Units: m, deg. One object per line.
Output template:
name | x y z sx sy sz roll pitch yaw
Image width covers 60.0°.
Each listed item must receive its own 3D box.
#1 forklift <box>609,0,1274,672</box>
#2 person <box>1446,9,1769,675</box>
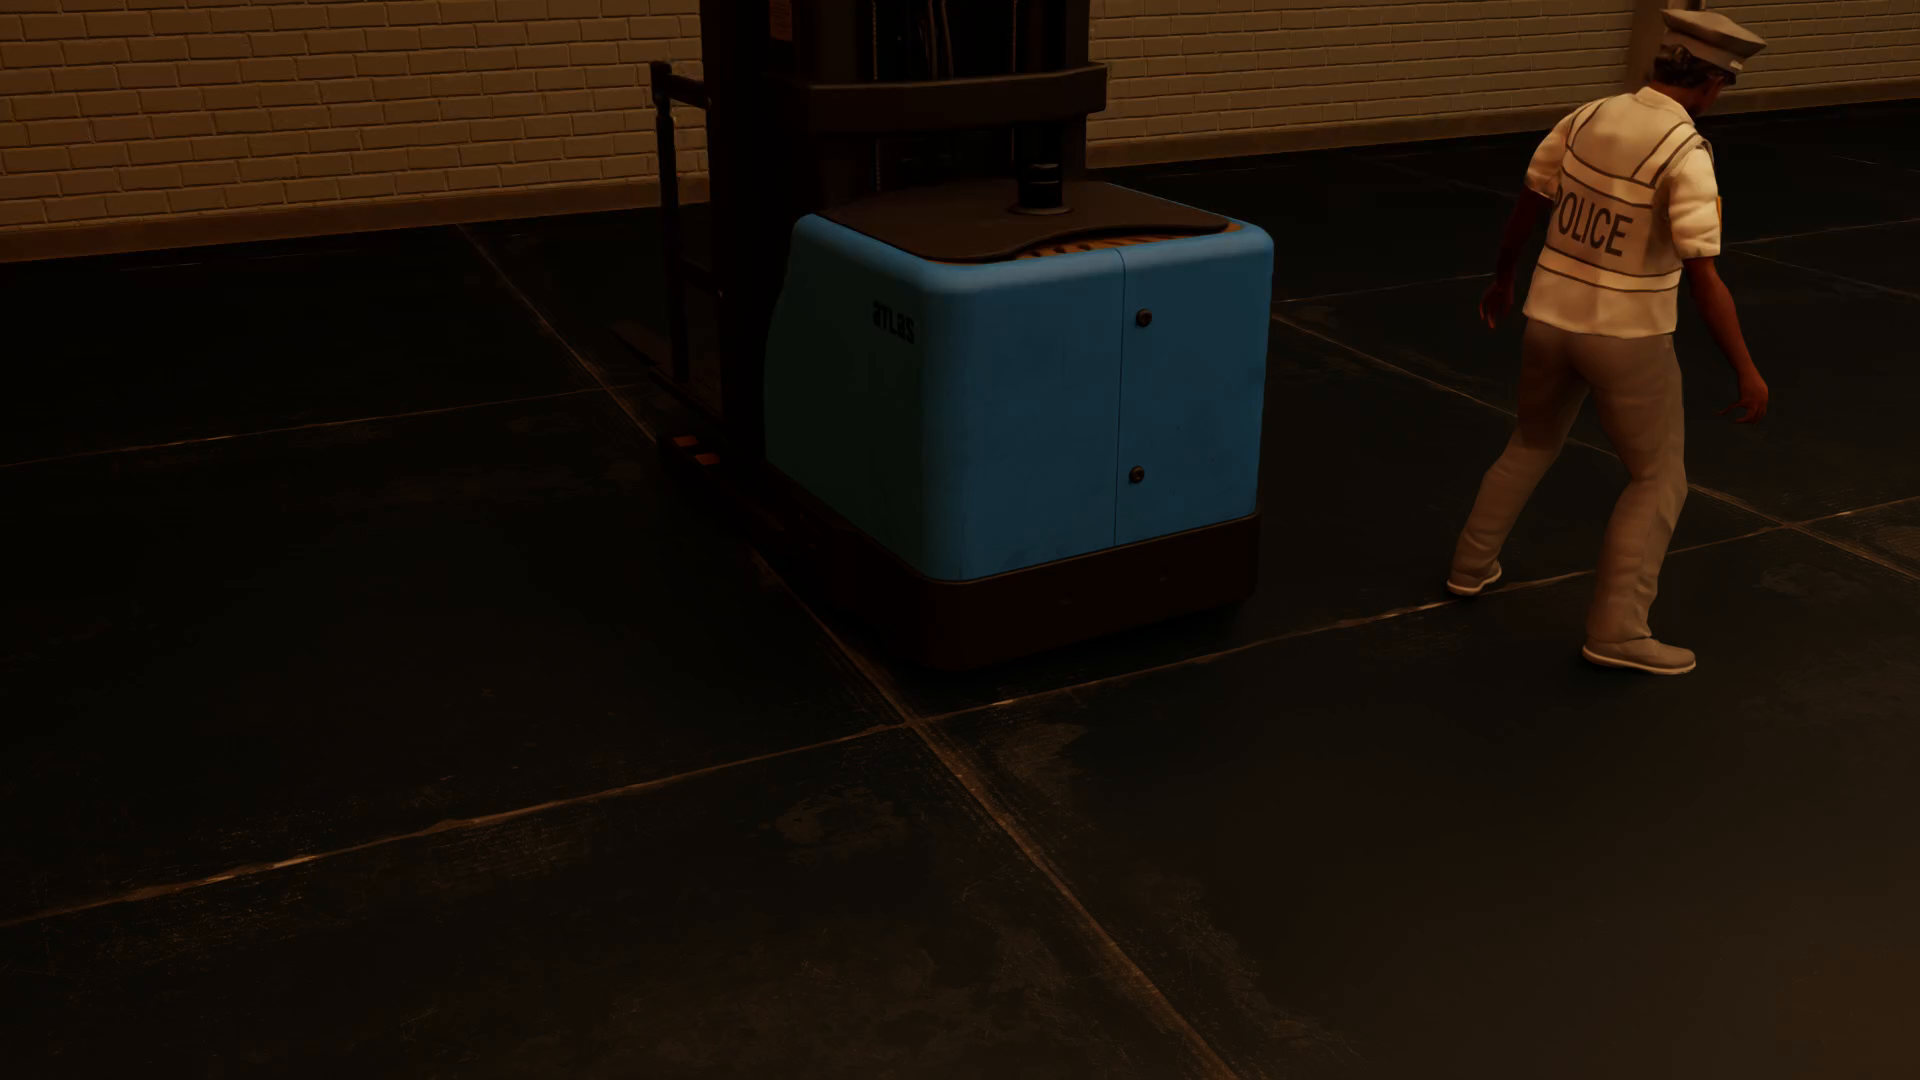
forklift | -0.347 -1.549 5.015 1.130 2.935 3.031 -12 26 -27
person | 1.678 -0.516 4.266 0.409 1.623 0.837 -11 25 -24
